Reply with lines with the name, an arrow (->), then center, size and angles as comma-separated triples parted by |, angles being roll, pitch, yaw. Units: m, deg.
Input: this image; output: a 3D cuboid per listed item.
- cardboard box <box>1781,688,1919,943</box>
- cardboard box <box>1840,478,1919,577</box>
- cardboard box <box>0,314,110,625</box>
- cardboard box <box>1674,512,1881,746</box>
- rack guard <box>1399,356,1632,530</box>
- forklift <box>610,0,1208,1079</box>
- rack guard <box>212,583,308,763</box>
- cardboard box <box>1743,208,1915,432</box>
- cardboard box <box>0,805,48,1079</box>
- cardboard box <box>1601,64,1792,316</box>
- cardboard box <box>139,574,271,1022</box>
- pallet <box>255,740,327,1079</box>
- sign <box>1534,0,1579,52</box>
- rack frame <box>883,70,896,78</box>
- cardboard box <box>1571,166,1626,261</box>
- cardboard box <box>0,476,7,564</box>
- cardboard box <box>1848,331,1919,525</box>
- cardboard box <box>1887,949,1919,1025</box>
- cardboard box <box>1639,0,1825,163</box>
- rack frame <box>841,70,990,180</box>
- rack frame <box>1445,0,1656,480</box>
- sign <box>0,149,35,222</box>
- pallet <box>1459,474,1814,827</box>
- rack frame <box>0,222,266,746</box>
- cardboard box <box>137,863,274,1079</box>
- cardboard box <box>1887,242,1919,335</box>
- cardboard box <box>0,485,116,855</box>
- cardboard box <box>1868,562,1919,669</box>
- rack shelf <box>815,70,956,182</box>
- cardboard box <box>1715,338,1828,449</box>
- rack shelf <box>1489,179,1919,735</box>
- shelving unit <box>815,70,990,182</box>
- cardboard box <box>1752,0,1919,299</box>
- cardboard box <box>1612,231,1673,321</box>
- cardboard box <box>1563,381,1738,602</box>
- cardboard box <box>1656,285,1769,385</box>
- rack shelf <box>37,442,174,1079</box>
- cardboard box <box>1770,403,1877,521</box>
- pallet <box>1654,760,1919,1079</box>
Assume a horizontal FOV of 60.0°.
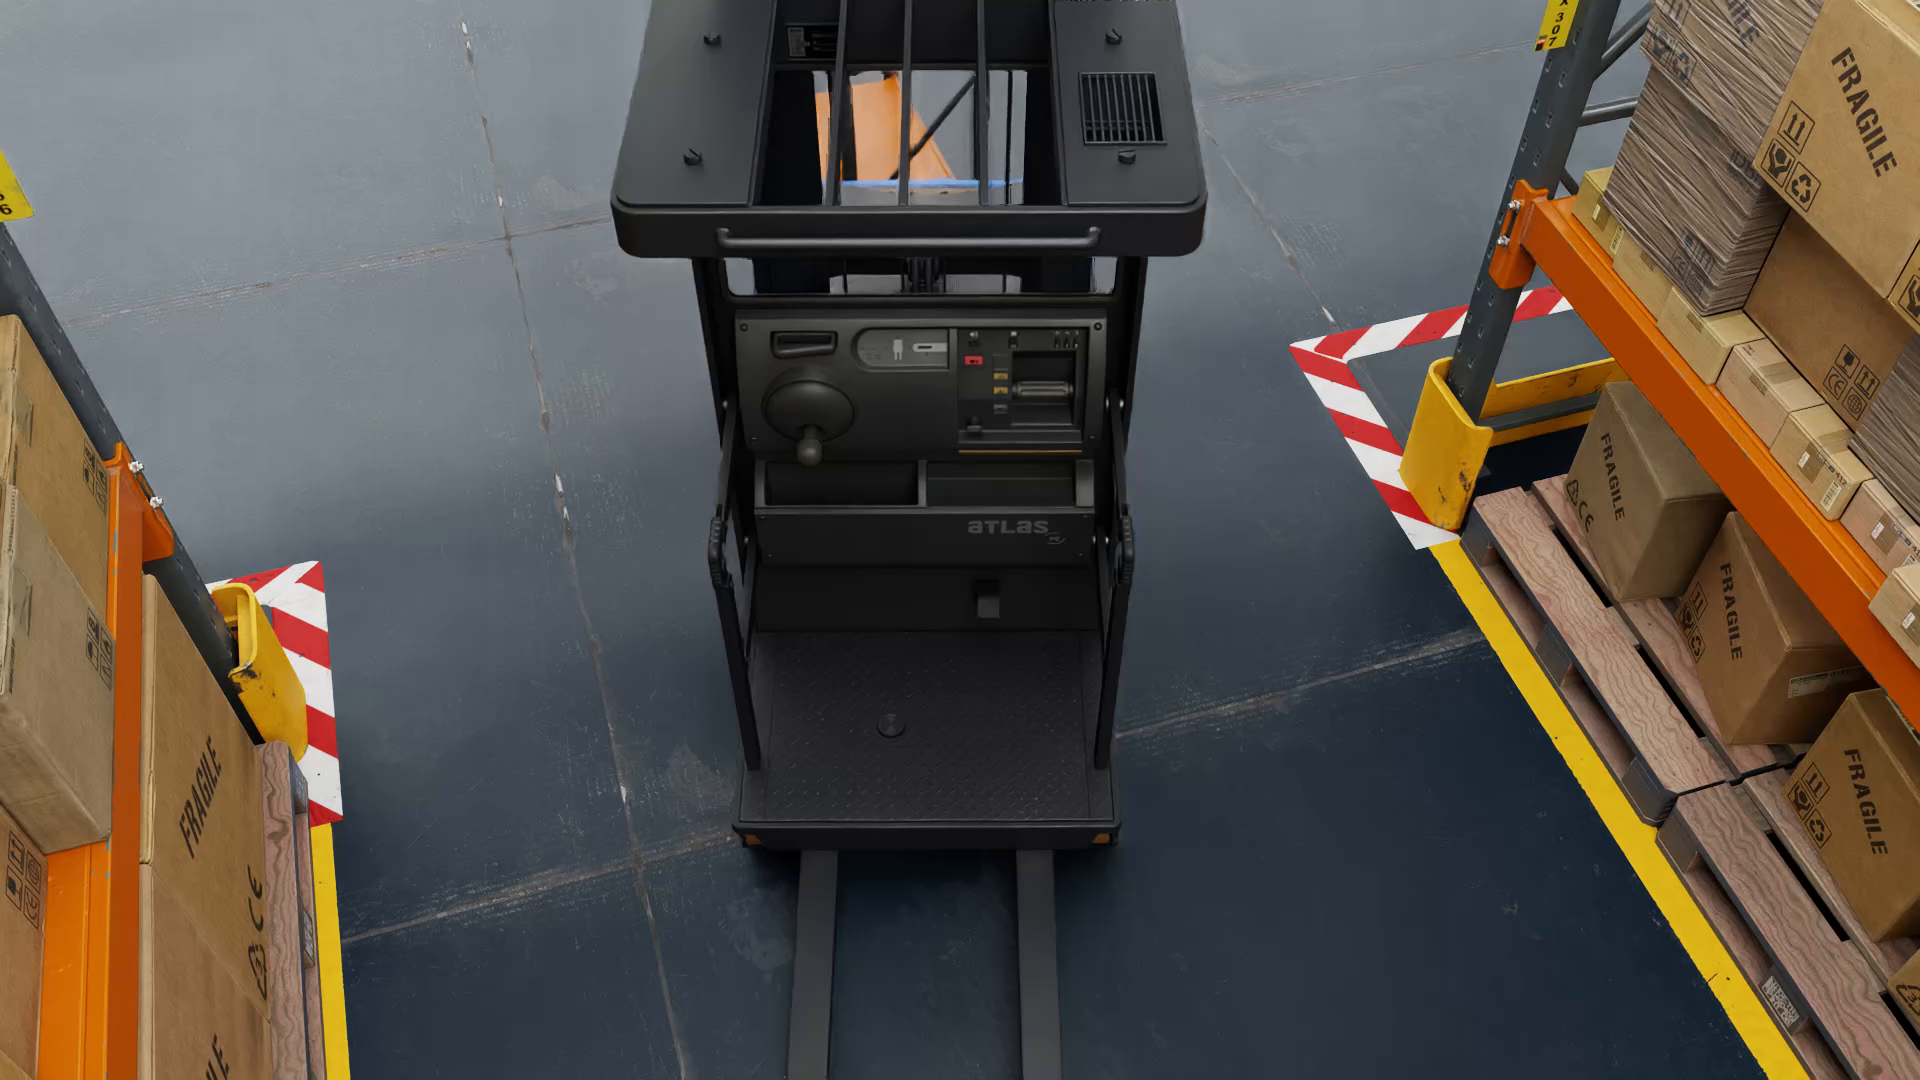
cardboard box -> 2.687, 0.719, 4.542 | 0.500, 0.500, 0.500 | -9, 50, -8
cardboard box -> 2.375, -0.047, 3.992 | 0.380, 0.149, 0.250 | -13, 51, -11
cardboard box -> -2.473, -0.041, 3.725 | 0.875, 0.550, 0.550 | -13, 51, -11
cardboard box -> 2.520, 0.258, 4.931 | 0.500, 0.500, 0.500 | -2, 50, -1
rack guard -> 2.165, -0.440, 5.794 | 1.175, 0.500, 0.348 | -13, 51, -11
forklift -> -0.094, -0.282, 4.071 | 1.130, 2.935, 3.031 | 0, 50, 0
rack guard -> -2.633, 0.534, 4.972 | 1.175, 0.500, 0.348 | -13, 51, -11
cardboard box -> 2.541, -0.683, 4.104 | 0.875, 0.500, 0.500 | -13, 51, -11
cardboard box -> -2.244, 0.793, 3.022 | 0.875, 0.550, 0.550 | -13, 51, -11
cardboard box -> 2.279, -1.022, 4.389 | 0.875, 0.500, 0.500 | -13, 51, -11
cardboard box -> -2.362, 0.776, 4.249 | 0.875, 0.875, 0.875 | -13, 51, -11
pallet -> -2.315, 1.211, 4.591 | 1.003, 0.211, 1.213 | -13, 51, -11
sign -> 1.624, -1.458, 4.451 | 0.100, 0.325, 0.005 | -13, 51, -11
rack frame -> -0.488, -1.814, 6.299 | 0.500, 1.500, 0.032 | -15, 52, -13
cardboard box -> 1.999, -0.958, 4.760 | 0.380, 0.149, 0.250 | -13, 51, -11
cardboard box -> -2.302, 0.011, 2.975 | 0.875, 0.550, 0.550 | -13, 51, -11
cardboard box -> 2.648, -0.308, 3.788 | 0.875, 0.500, 0.500 | -13, 51, -11
cardboard box -> 2.810, 1.137, 4.190 | 0.500, 0.500, 0.500 | -17, 52, -14
cardboard box -> 2.044, -1.288, 3.960 | 0.500, 0.500, 0.500 | -13, 51, -11
rack frame -> -0.145, -1.083, 5.682 | 0.500, 1.500, 0.032 | -15, 52, -13
rack frame -> 2.142, -1.301, 4.885 | 1.000, 3.000, 0.127 | -13, 51, -11
sign -> -2.103, -0.816, 3.564 | 0.100, 0.325, 0.005 | -13, 51, -11
pallet -> 2.371, 0.254, 5.398 | 1.003, 0.211, 1.213 | -13, 51, -11
rack frame -> -2.626, -0.254, 4.002 | 1.000, 3.000, 0.127 | -13, 51, -11
cardboard box -> -2.100, 1.418, 3.707 | 0.875, 0.875, 0.875 | -14, 51, -12
cardboard box -> 2.335, -0.557, 3.344 | 0.500, 0.500, 0.500 | -13, 51, -11
cardboard box -> -2.289, 0.356, 3.390 | 0.875, 0.550, 0.550 | -13, 51, -11
cardboard box -> 2.350, 0.159, 3.818 | 0.380, 0.149, 0.250 | -13, 51, -11
rack shelf -> -0.316, -1.333, 6.128 | 0.538, 0.185, 1.000 | -15, 52, -13
cardboard box -> 2.208, -0.407, 4.296 | 0.380, 0.149, 0.250 | -13, 51, -11
rack shelf -> 2.734, 0.391, 3.929 | 1.077, 0.370, 4.000 | -13, 51, -11
shelving unit -> -0.313, -1.442, 5.985 | 0.587, 1.500, 1.083 | -15, 52, -13
cardboard box -> 2.186, -0.922, 3.651 | 0.500, 0.500, 0.500 | -13, 51, -11
cardboard box -> 2.054, -0.771, 4.603 | 0.380, 0.149, 0.250 | -13, 51, -11
cardboard box -> 2.311, -0.171, 5.293 | 0.500, 0.500, 0.500 | -5, 50, -4
cardboard box -> 2.114, -0.585, 4.446 | 0.380, 0.149, 0.250 | -13, 51, -11
rack shelf -> -2.034, 1.439, 3.046 | 1.077, 0.370, 4.000 | -13, 51, -11
cardboard box -> 2.275, -0.223, 4.141 | 0.380, 0.149, 0.250 | -13, 51, -11
pallet -> 2.728, 1.144, 4.648 | 1.003, 0.211, 1.213 | -13, 51, -11
